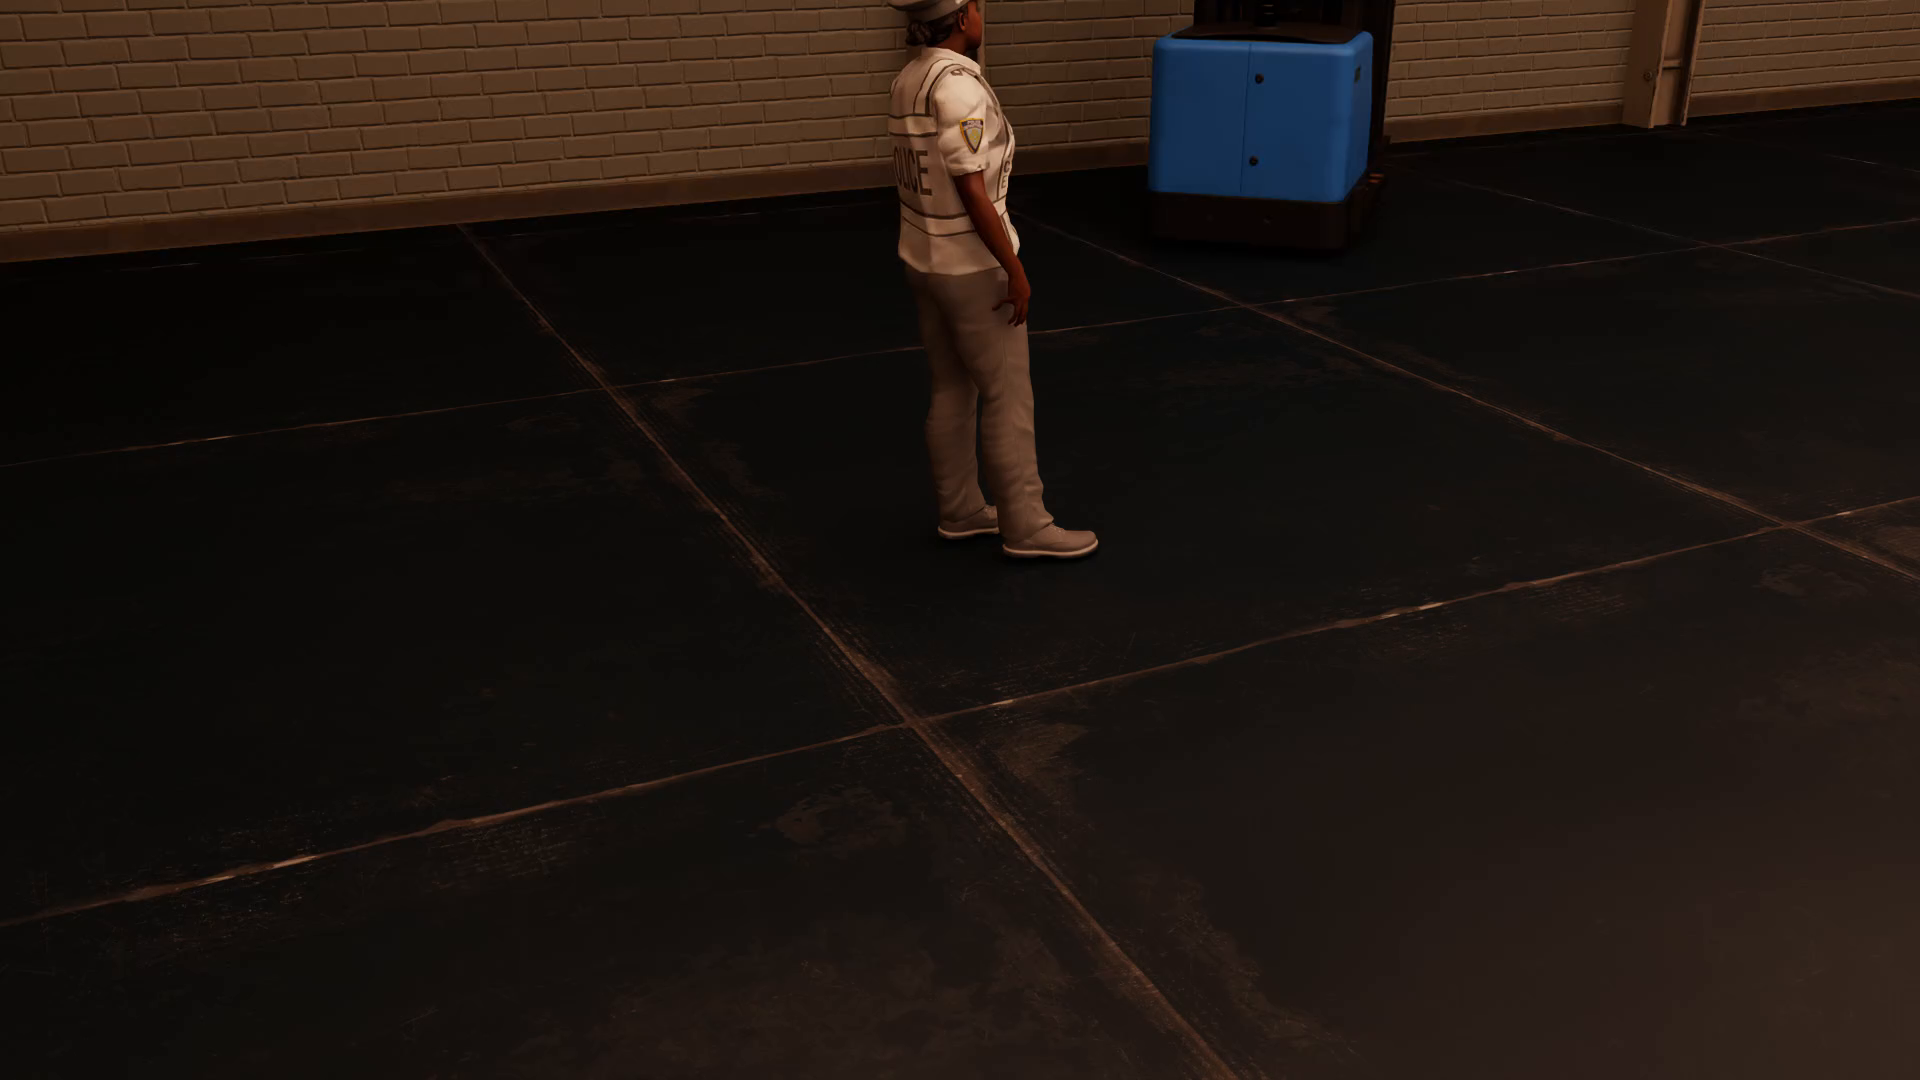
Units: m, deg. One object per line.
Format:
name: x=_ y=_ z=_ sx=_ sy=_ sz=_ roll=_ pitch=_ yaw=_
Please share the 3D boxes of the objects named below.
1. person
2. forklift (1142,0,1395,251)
person: x=0.077 y=-0.793 z=4.792 sx=0.528 sy=1.693 sz=0.569 roll=-10 pitch=25 yaw=-23
forklift: x=1.939 y=-3.370 z=9.397 sx=1.130 sy=2.935 sz=3.031 roll=8 pitch=24 yaw=18
